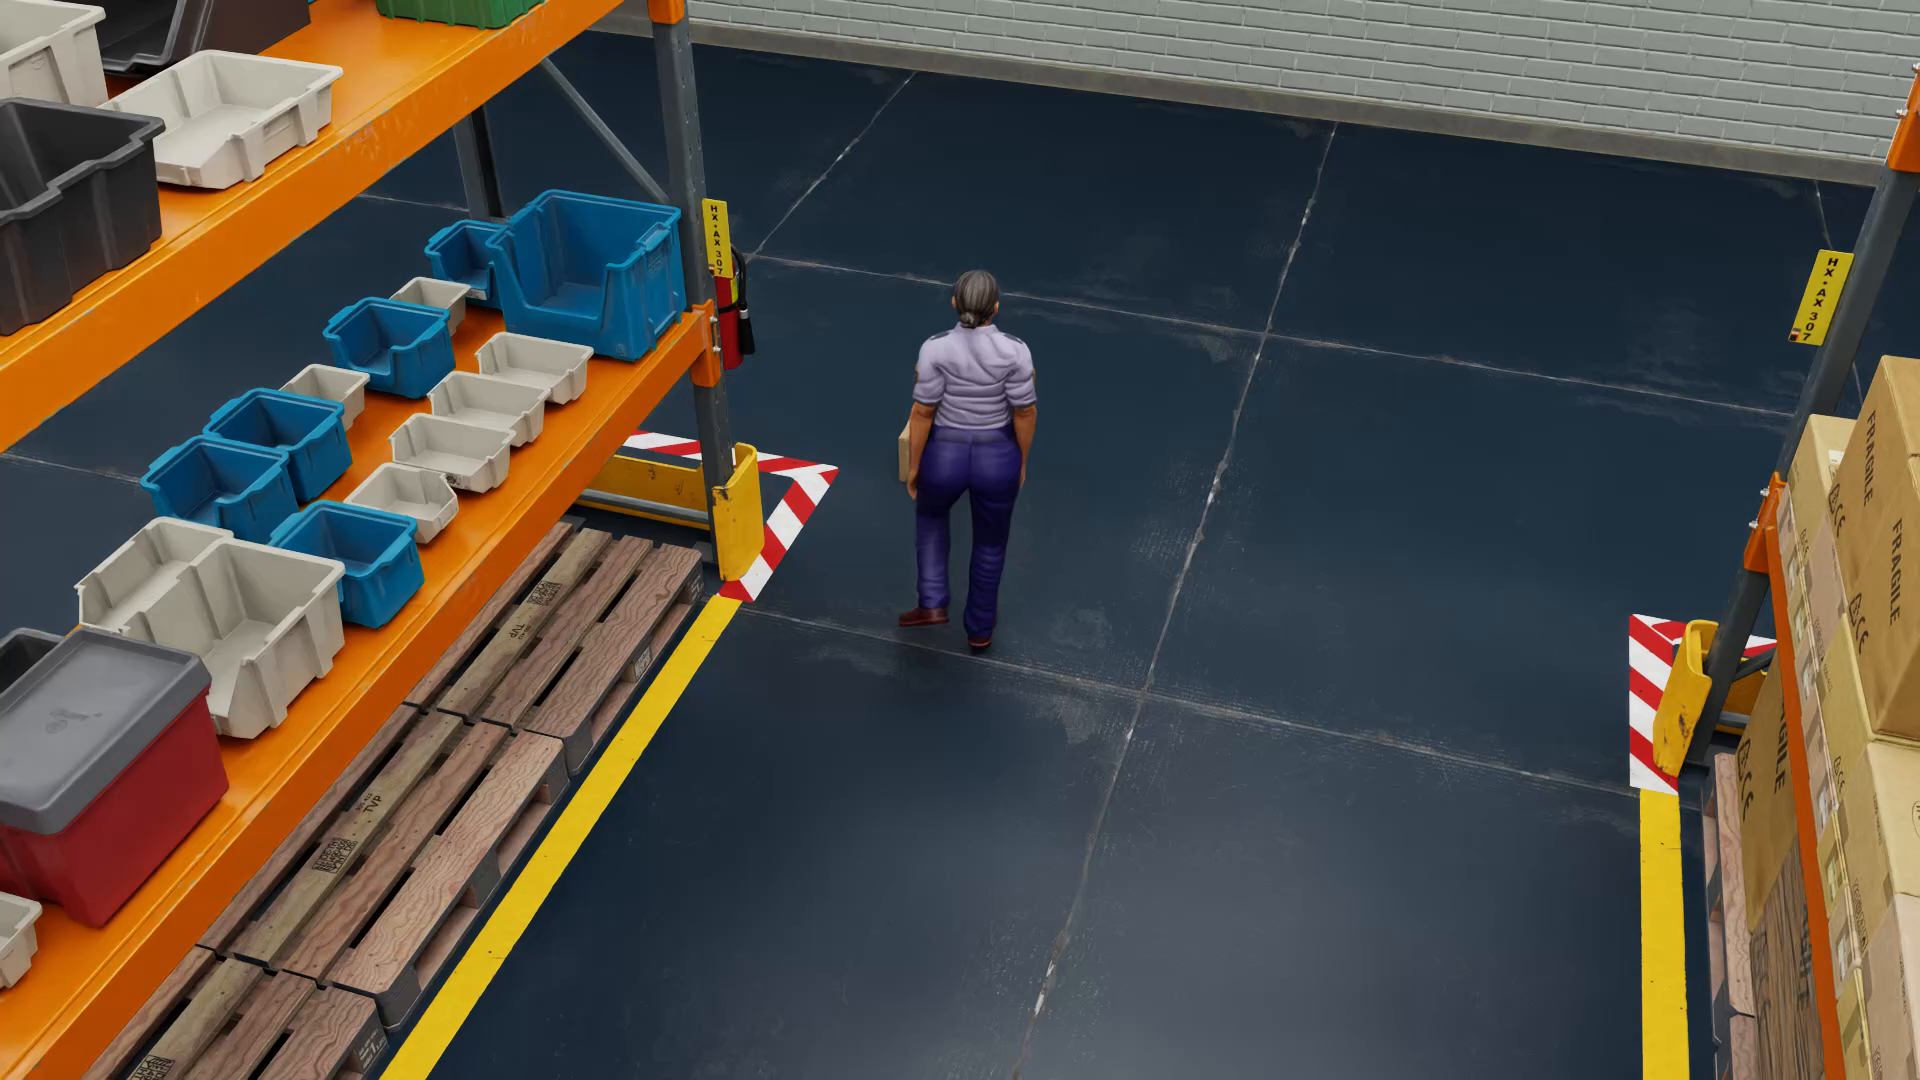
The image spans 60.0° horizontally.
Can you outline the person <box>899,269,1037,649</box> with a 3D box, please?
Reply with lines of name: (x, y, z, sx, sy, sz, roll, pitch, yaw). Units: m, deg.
person: (0.022, -0.286, 6.528, 0.545, 1.642, 0.475, 1, 37, 1)
